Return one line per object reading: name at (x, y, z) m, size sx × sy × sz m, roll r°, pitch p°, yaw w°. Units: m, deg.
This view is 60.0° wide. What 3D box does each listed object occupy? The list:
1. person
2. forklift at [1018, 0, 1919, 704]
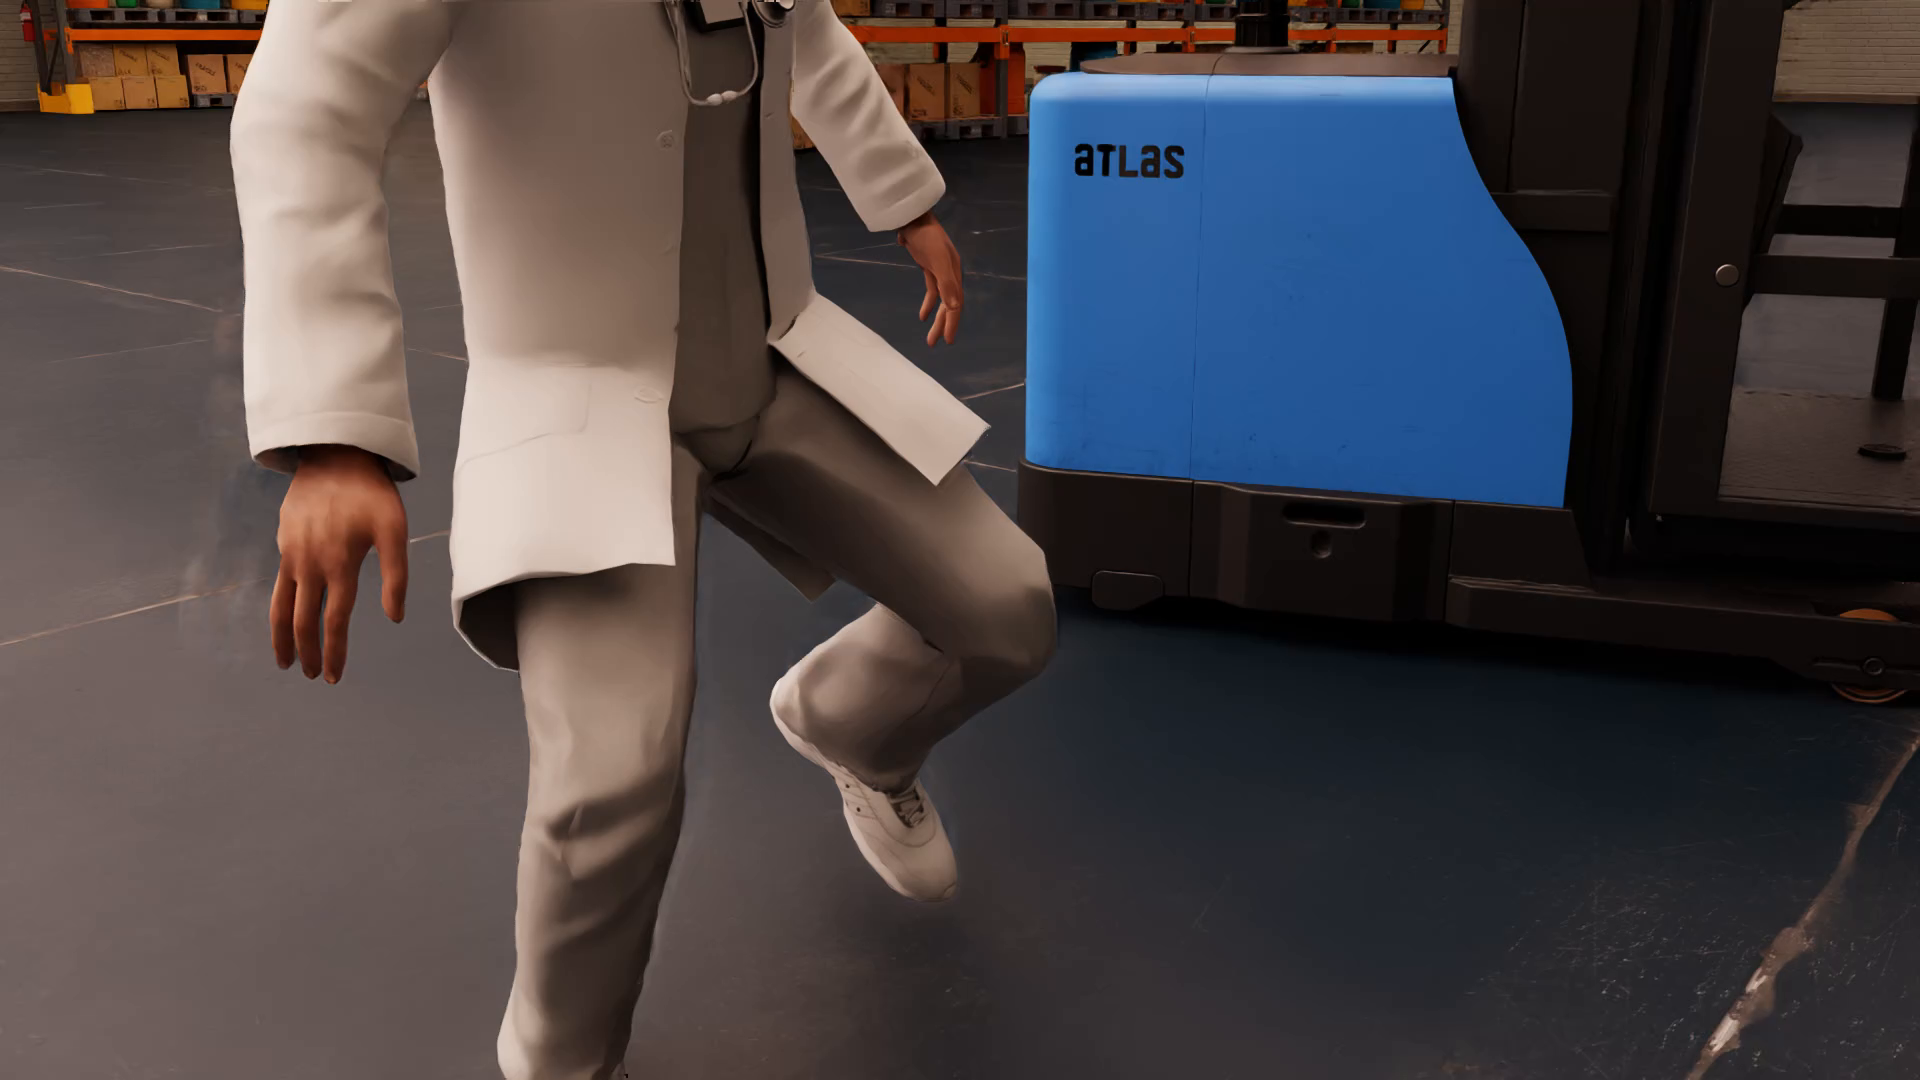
person at (-0.291, -0.167, 1.735) m, size 0.543 × 1.662 × 1.026 m, roll 16°, pitch 23°, yaw 43°
forklift at (1.696, -1.266, 3.065) m, size 3.031 × 2.935 × 1.130 m, roll 5°, pitch 18°, yaw 16°
